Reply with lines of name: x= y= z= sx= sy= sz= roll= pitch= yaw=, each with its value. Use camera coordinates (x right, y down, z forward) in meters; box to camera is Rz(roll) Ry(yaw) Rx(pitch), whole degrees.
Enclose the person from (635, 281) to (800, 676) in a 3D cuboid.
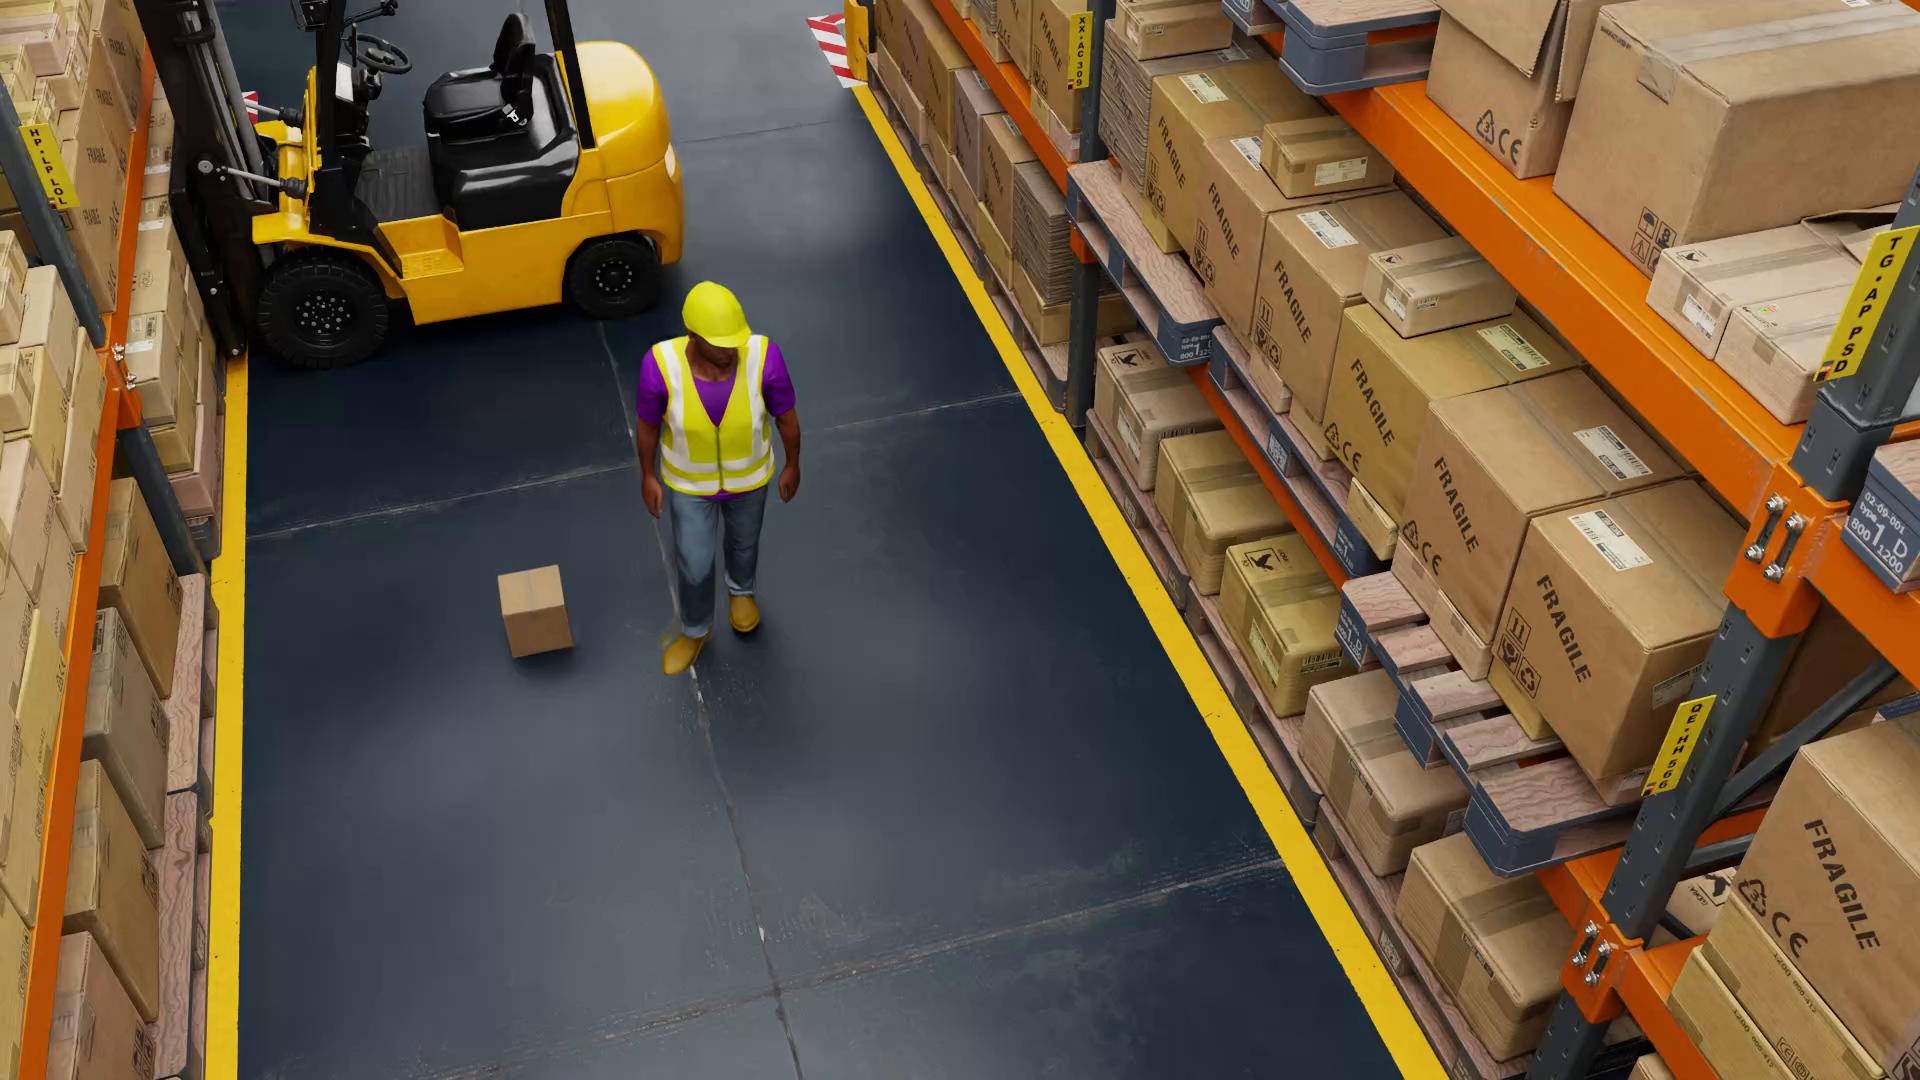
person: x=-0.943 y=-0.258 z=6.441 sx=0.665 sy=1.809 sz=0.522 roll=-9 pitch=43 yaw=-10
